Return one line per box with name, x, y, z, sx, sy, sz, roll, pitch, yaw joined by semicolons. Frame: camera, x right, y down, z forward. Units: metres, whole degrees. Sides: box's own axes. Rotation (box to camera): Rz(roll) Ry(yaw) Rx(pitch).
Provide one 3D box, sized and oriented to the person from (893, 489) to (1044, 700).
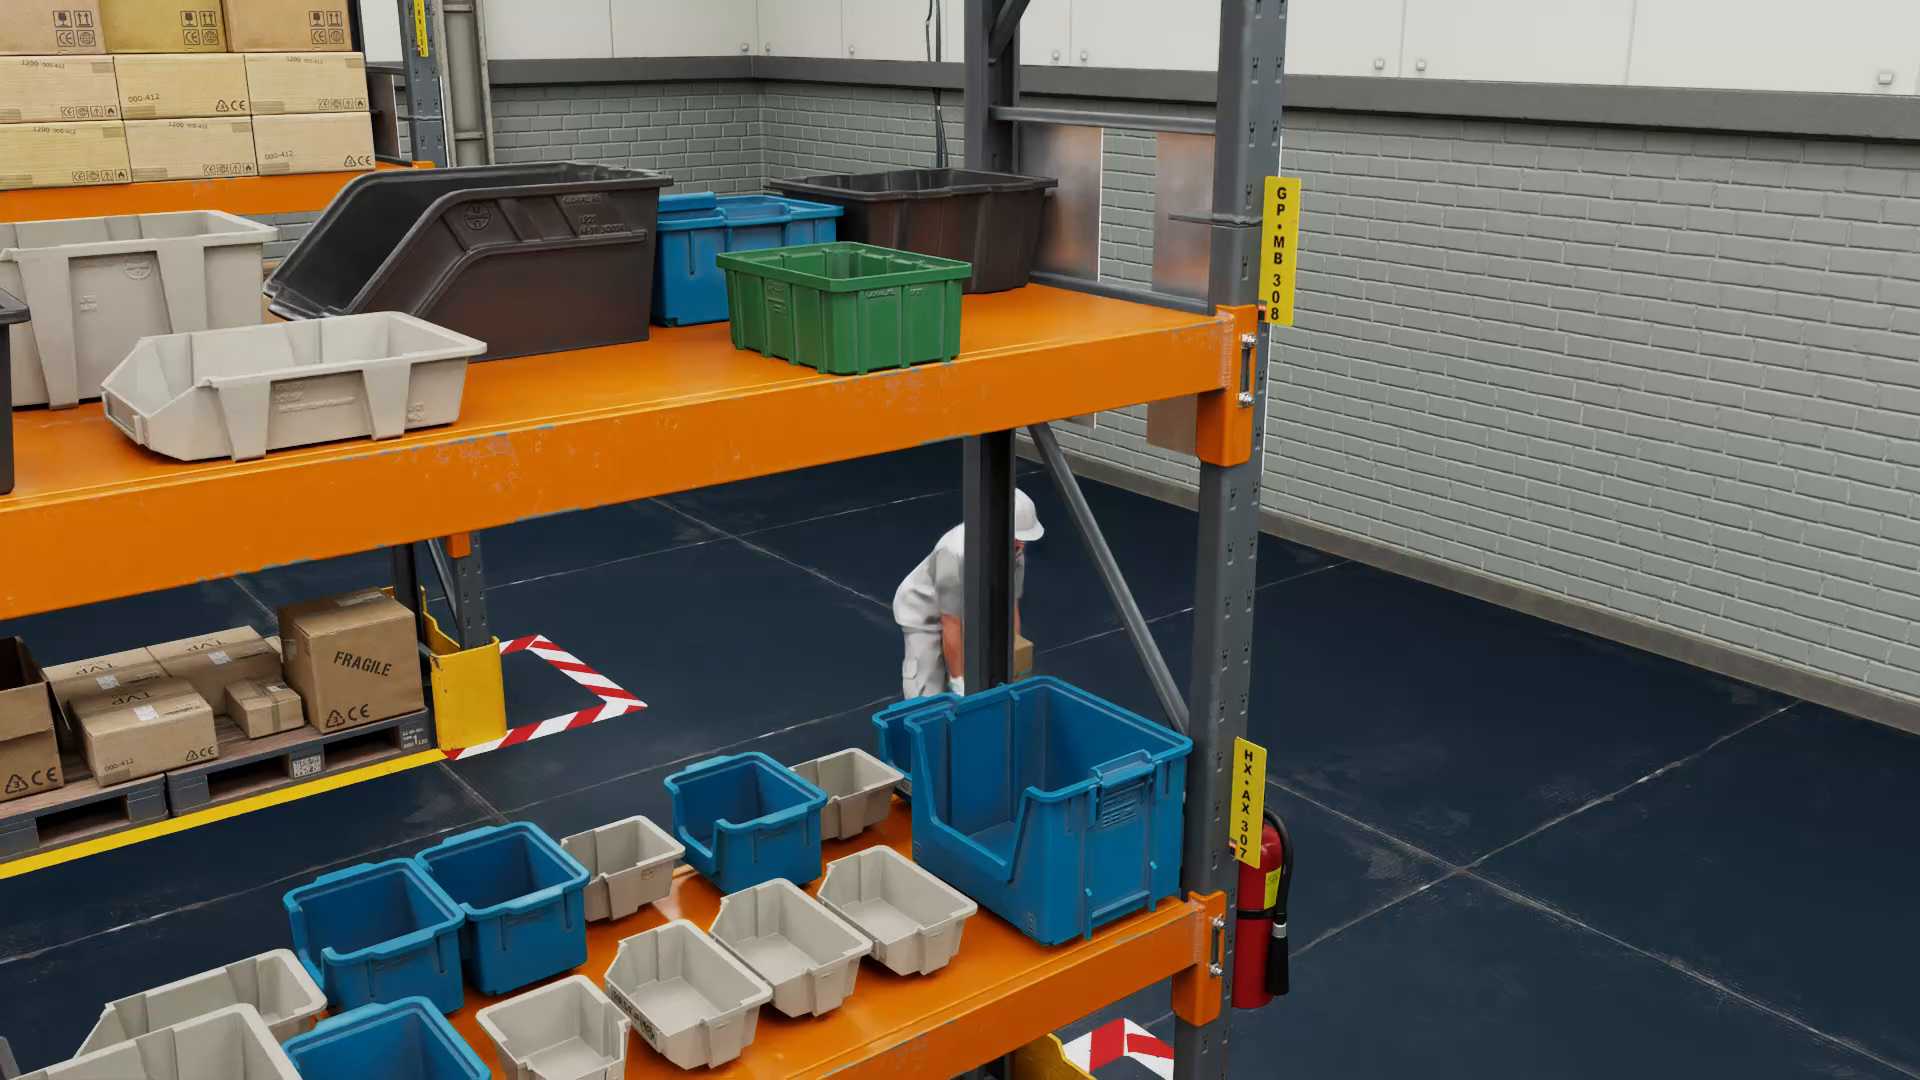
person;0.052;0.495;7.246;0.485;1.603;0.770;-14;22;-37
